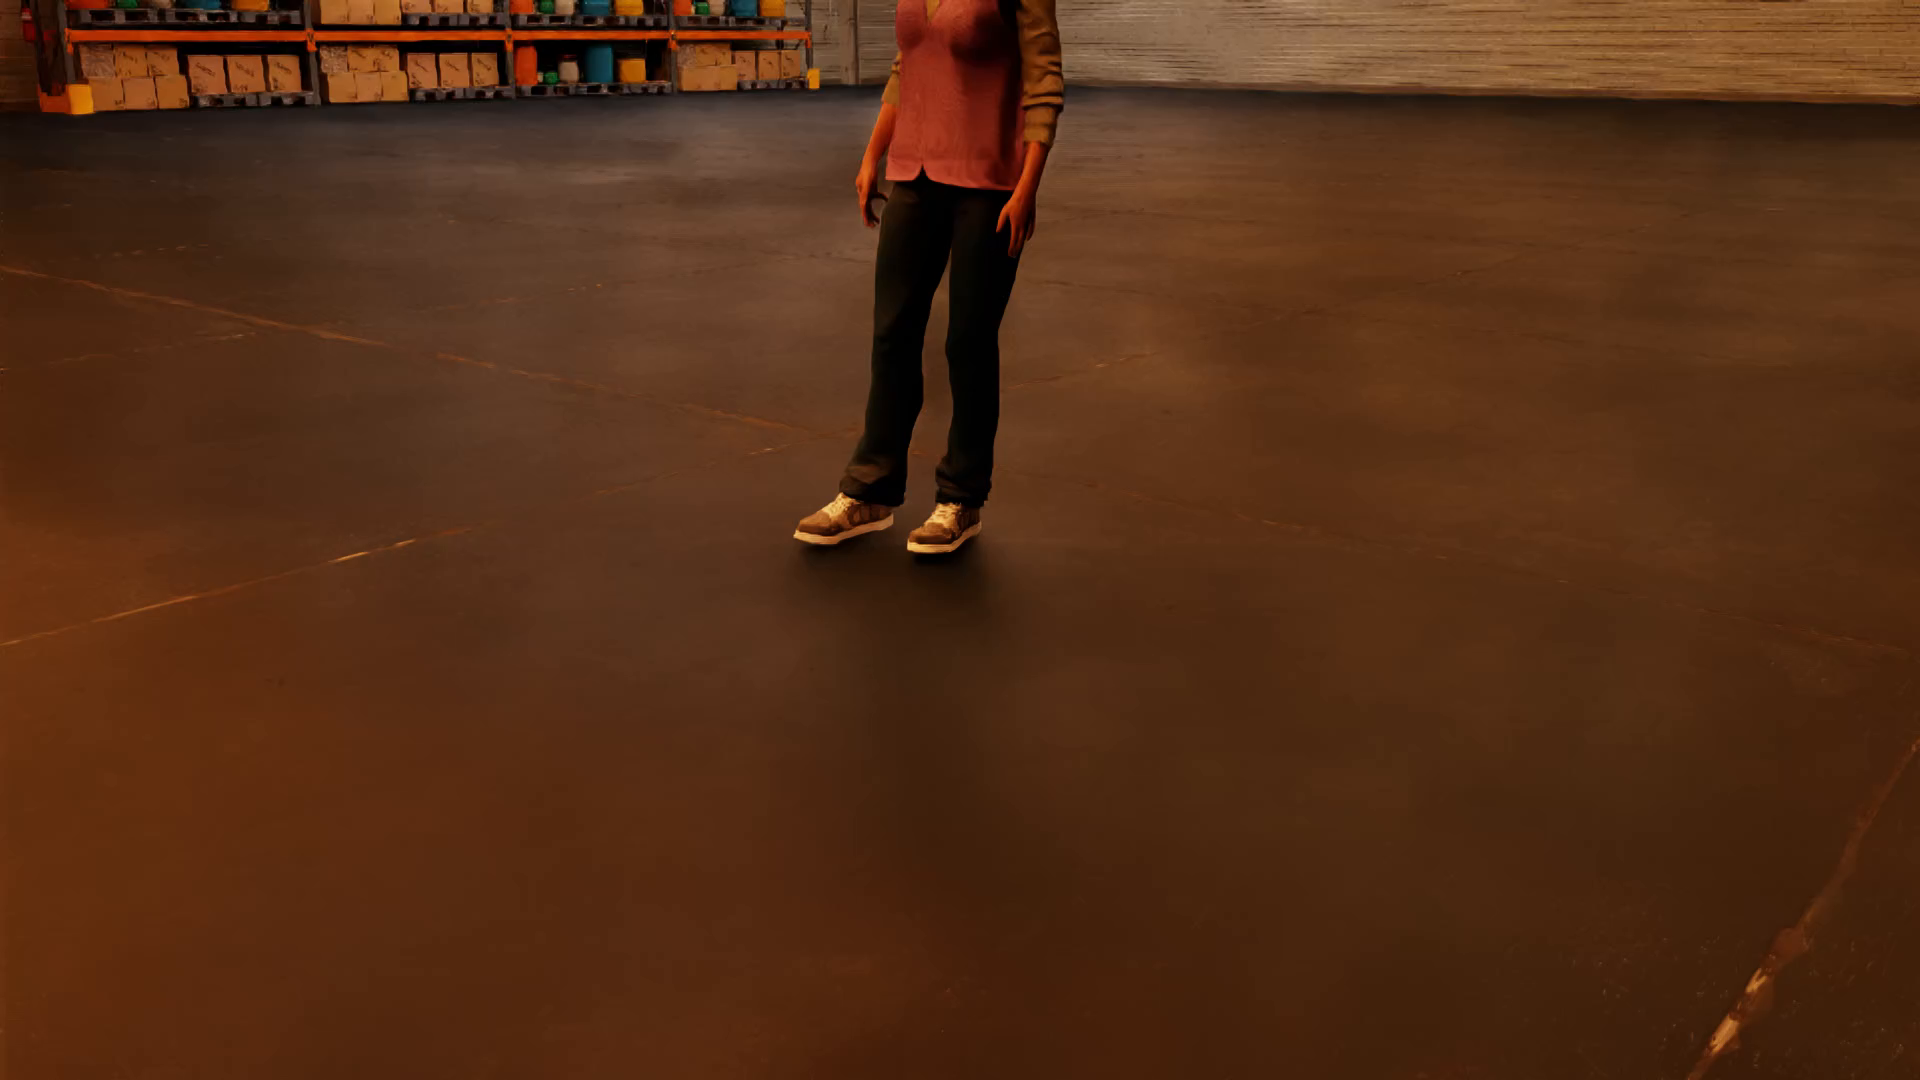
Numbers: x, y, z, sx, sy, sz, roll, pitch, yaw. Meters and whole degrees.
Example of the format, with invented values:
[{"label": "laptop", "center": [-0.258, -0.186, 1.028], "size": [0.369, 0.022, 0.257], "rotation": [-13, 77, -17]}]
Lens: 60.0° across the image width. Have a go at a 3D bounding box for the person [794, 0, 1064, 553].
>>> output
[{"label": "person", "center": [-0.058, -0.757, 3.662], "size": [0.520, 1.597, 0.474], "rotation": [13, 21, 37]}]
